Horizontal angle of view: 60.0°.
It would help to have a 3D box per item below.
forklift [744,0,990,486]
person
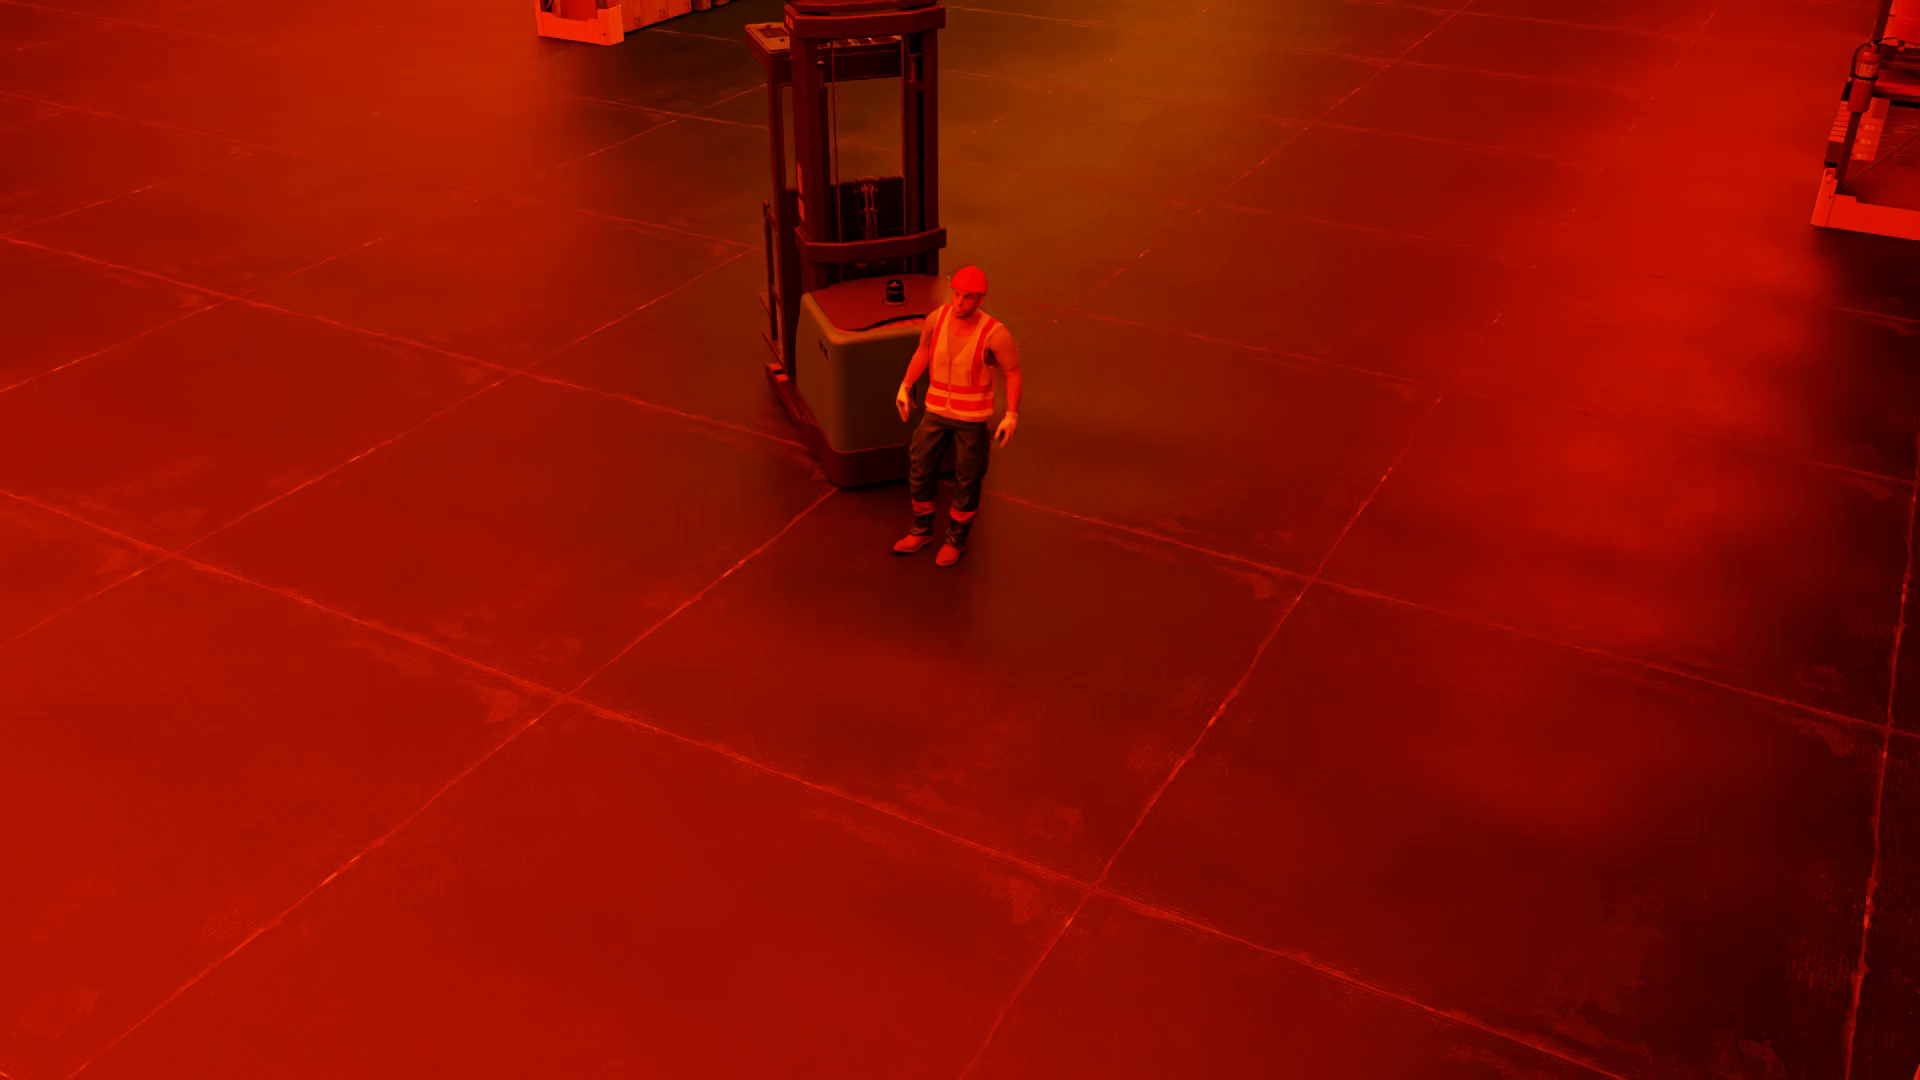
[{"bbox_3d":[-0.756,-2.329,11.107,1.130,2.935,3.031,-9,31,-16],"label":"forklift"},{"bbox_3d":[-0.043,-0.699,9.473,0.719,1.777,0.484,14,33,22],"label":"person"}]
